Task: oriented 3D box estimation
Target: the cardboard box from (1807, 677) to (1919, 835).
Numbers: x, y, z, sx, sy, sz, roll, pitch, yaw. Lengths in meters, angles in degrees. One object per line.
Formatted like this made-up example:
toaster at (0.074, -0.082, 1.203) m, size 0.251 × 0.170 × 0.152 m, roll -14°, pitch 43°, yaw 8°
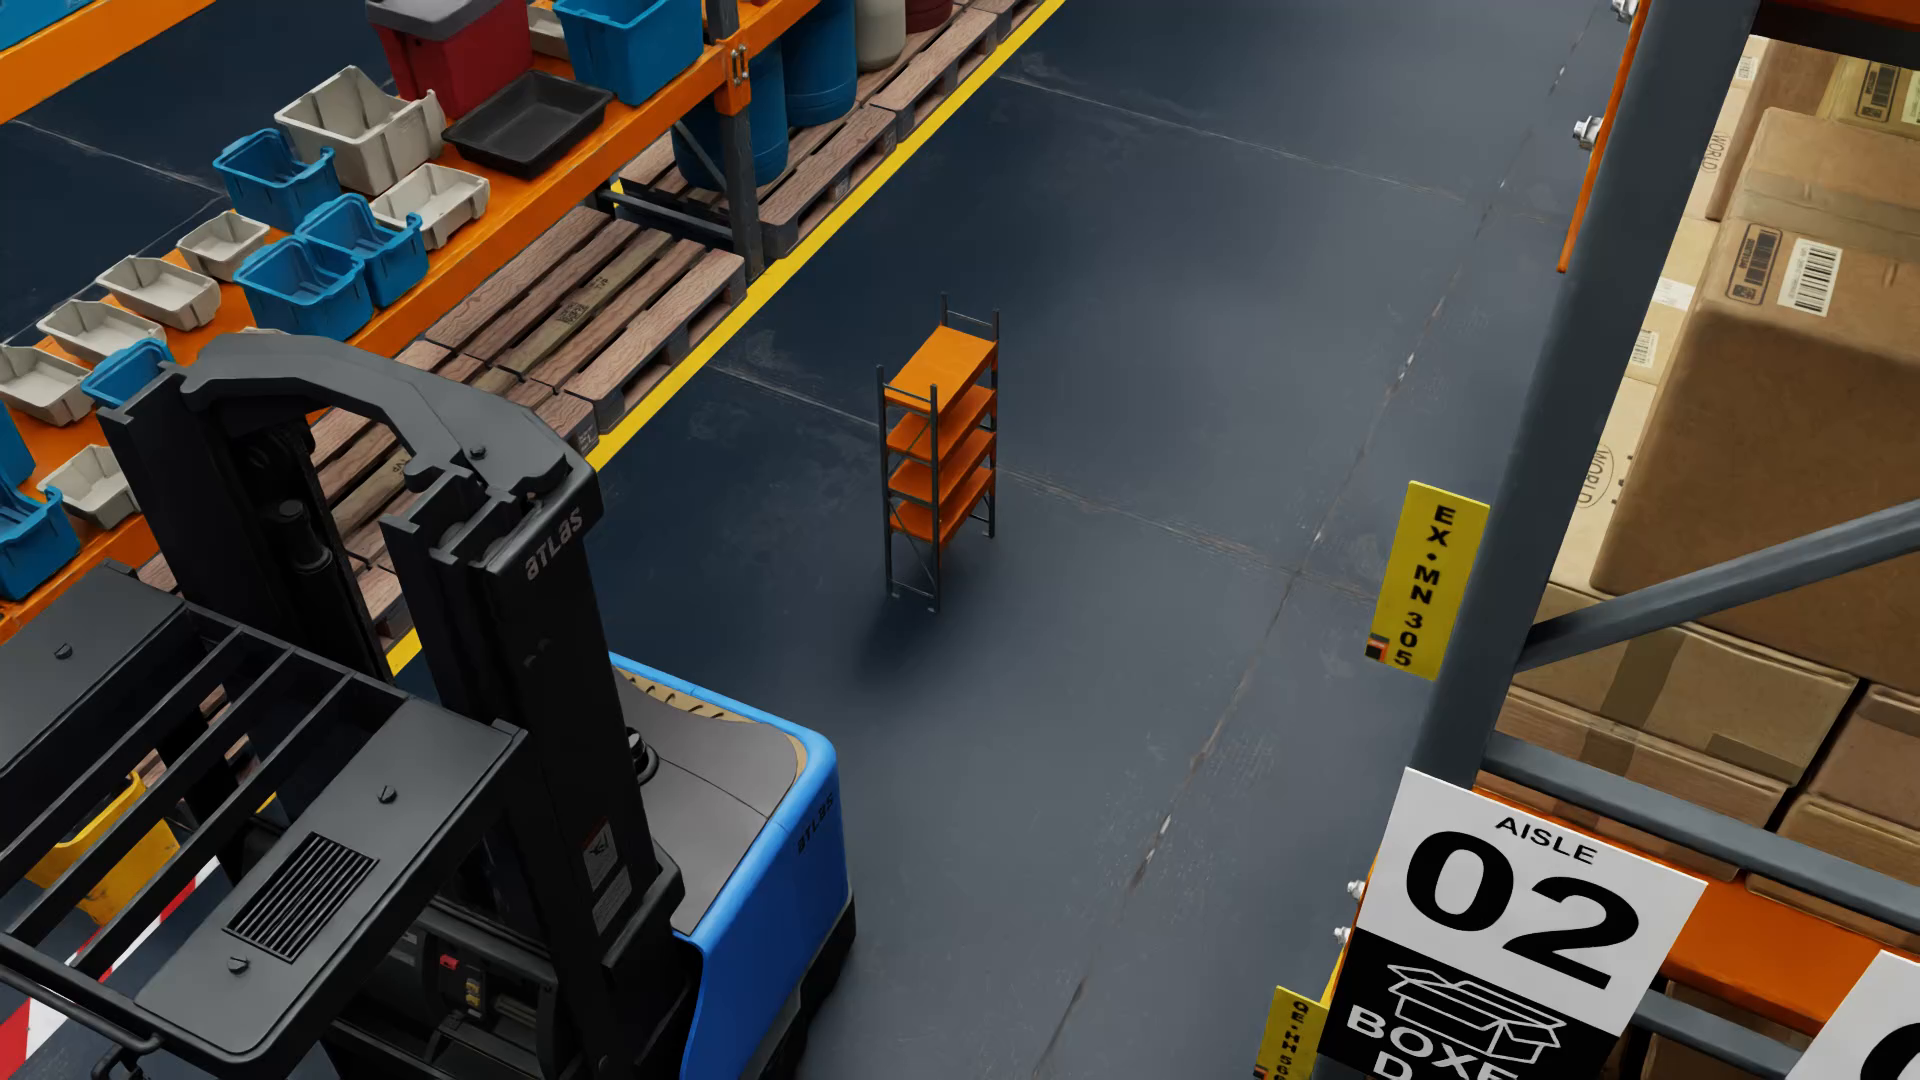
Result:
cardboard box at (1.546, 0.205, 2.364) m, size 0.500 × 0.250 × 0.500 m, roll 20°, pitch 49°, yaw 19°

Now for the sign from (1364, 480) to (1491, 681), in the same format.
sign at (0.595, 0.058, 2.132) m, size 0.100 × 0.325 × 0.005 m, roll 20°, pitch 49°, yaw 19°

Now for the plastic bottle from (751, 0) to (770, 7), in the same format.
plastic bottle at (-0.904, -2.587, 7.560) m, size 0.061 × 0.283 × 0.133 m, roll 20°, pitch 49°, yaw 19°

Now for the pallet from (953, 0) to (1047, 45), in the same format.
pallet at (0.076, -3.567, 10.407) m, size 1.003 × 0.211 × 1.213 m, roll 20°, pitch 49°, yaw 19°

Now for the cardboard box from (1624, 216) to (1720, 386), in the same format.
cardboard box at (1.321, -0.281, 2.843) m, size 0.500 × 0.250 × 0.500 m, roll 20°, pitch 49°, yaw 19°

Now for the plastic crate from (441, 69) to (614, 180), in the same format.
plastic crate at (-1.734, -1.668, 6.721) m, size 0.437 × 0.125 × 0.590 m, roll 20°, pitch 49°, yaw 19°

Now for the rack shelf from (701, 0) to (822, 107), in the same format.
rack shelf at (-0.524, -3.545, 8.930) m, size 1.077 × 0.370 × 4.000 m, roll 20°, pitch 49°, yaw 19°

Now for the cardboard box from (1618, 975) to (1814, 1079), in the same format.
cardboard box at (1.516, 1.041, 3.119) m, size 0.500 × 0.500 × 0.500 m, roll 22°, pitch 49°, yaw 20°

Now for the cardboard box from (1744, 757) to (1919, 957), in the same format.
cardboard box at (1.540, 0.378, 2.543) m, size 0.500 × 0.250 × 0.500 m, roll 20°, pitch 49°, yaw 19°

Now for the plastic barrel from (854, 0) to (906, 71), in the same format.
plastic barrel at (-0.514, -2.920, 9.261) m, size 0.421 × 0.512 × 0.421 m, roll 0°, pitch 45°, yaw 0°

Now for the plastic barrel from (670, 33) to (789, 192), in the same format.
plastic barrel at (-1.184, -2.285, 8.359) m, size 0.600 × 0.901 × 0.708 m, roll 20°, pitch 49°, yaw 19°

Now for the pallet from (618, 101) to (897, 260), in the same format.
pallet at (-1.057, -2.030, 8.888) m, size 1.003 × 0.211 × 1.213 m, roll 20°, pitch 49°, yaw 19°

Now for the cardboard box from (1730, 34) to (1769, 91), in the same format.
cardboard box at (1.783, -0.911, 3.467) m, size 0.500 × 0.250 × 0.500 m, roll 20°, pitch 49°, yaw 19°

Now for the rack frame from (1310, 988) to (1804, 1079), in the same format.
rack frame at (1.077, 1.620, 3.320) m, size 1.000 × 3.000 × 0.127 m, roll 20°, pitch 49°, yaw 19°

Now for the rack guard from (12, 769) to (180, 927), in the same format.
rack guard at (-3.308, 0.880, 5.809) m, size 1.175 × 0.500 × 0.348 m, roll 20°, pitch 49°, yaw 19°

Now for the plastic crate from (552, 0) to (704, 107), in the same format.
plastic crate at (-1.367, -2.147, 7.012) m, size 0.392 × 0.384 × 0.575 m, roll 20°, pitch 49°, yaw 19°

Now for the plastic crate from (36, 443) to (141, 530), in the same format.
plastic crate at (-2.680, -0.168, 5.230) m, size 0.250 × 0.136 × 0.298 m, roll 20°, pitch 49°, yaw 19°

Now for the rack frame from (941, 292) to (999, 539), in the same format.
rack frame at (0.036, -0.471, 6.652) m, size 0.240 × 1.200 × 0.015 m, roll 20°, pitch 49°, yaw 19°

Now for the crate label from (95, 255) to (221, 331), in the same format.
crate label at (-2.836, -0.881, 5.935) m, size 0.396 × 0.136 × 0.243 m, roll 20°, pitch 49°, yaw 19°

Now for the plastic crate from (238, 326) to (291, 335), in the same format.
plastic crate at (-2.365, -0.595, 5.653) m, size 0.250 × 0.136 × 0.298 m, roll 20°, pitch 49°, yaw 19°

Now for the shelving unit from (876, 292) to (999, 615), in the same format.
shelving unit at (-0.077, -0.317, 6.500) m, size 0.258 × 1.200 × 0.503 m, roll 20°, pitch 49°, yaw 19°

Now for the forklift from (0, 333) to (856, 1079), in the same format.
forklift at (-1.441, 1.117, 3.865) m, size 1.130 × 2.935 × 3.031 m, roll 19°, pitch 48°, yaw 18°

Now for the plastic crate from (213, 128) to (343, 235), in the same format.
plastic crate at (-2.583, -1.359, 6.339) m, size 0.416 × 0.233 × 0.300 m, roll 20°, pitch 49°, yaw 19°

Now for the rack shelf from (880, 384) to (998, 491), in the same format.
rack shelf at (-0.077, -0.427, 6.389) m, size 0.258 × 0.148 × 0.480 m, roll 20°, pitch 49°, yaw 19°

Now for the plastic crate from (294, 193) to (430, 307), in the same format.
plastic crate at (-2.152, -1.046, 6.030) m, size 0.416 × 0.233 × 0.300 m, roll 20°, pitch 49°, yaw 19°

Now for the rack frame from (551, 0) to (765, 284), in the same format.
rack frame at (-1.452, -2.538, 7.429) m, size 1.000 × 3.000 × 0.127 m, roll 20°, pitch 49°, yaw 19°

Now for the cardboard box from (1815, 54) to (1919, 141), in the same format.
cardboard box at (1.608, -0.437, 2.471) m, size 0.700 × 0.500 × 0.500 m, roll 20°, pitch 49°, yaw 19°

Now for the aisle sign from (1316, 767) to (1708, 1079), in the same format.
aisle sign at (0.774, 0.648, 2.453) m, size 0.394 × 0.787 × 0.004 m, roll 20°, pitch 49°, yaw 19°

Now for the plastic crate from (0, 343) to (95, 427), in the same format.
plastic crate at (-3.091, -0.520, 5.578) m, size 0.396 × 0.136 × 0.243 m, roll 20°, pitch 49°, yaw 19°

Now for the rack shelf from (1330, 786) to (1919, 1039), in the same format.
rack shelf at (2.005, -0.442, 3.754) m, size 1.077 × 0.370 × 4.000 m, roll 20°, pitch 49°, yaw 19°

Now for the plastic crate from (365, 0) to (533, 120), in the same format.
plastic crate at (-2.089, -2.102, 6.911) m, size 0.402 × 0.464 × 0.583 m, roll 20°, pitch 49°, yaw 19°

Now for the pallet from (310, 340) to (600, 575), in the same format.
pallet at (-2.324, -0.310, 7.188) m, size 1.003 × 0.211 × 1.213 m, roll 20°, pitch 49°, yaw 19°

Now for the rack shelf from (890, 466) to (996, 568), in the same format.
rack shelf at (-0.077, -0.131, 6.689) m, size 0.258 × 0.148 × 0.480 m, roll 20°, pitch 49°, yaw 19°
